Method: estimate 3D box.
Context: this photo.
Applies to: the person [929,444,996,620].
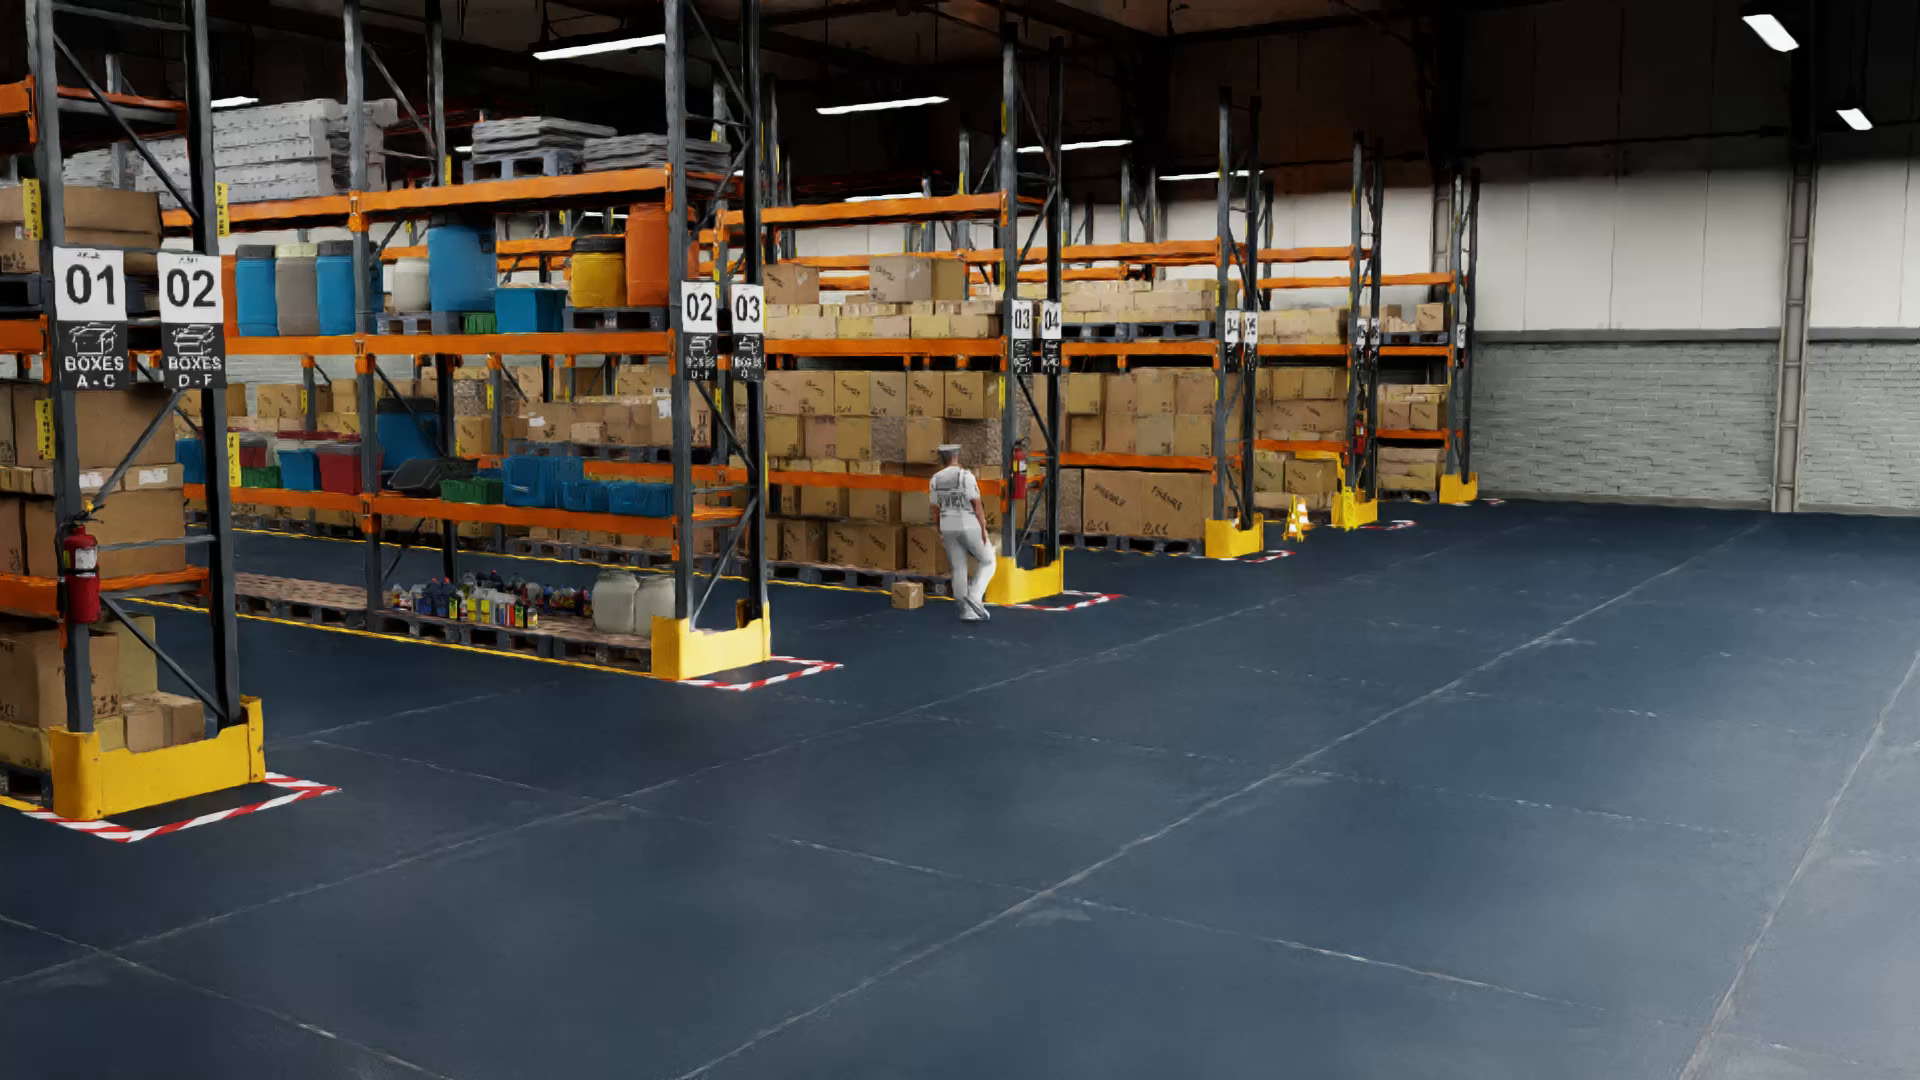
[{"bbox_3d":[0.040,-0.073,16.391,0.690,1.748,0.476,3,7,27],"label":"person"}]
